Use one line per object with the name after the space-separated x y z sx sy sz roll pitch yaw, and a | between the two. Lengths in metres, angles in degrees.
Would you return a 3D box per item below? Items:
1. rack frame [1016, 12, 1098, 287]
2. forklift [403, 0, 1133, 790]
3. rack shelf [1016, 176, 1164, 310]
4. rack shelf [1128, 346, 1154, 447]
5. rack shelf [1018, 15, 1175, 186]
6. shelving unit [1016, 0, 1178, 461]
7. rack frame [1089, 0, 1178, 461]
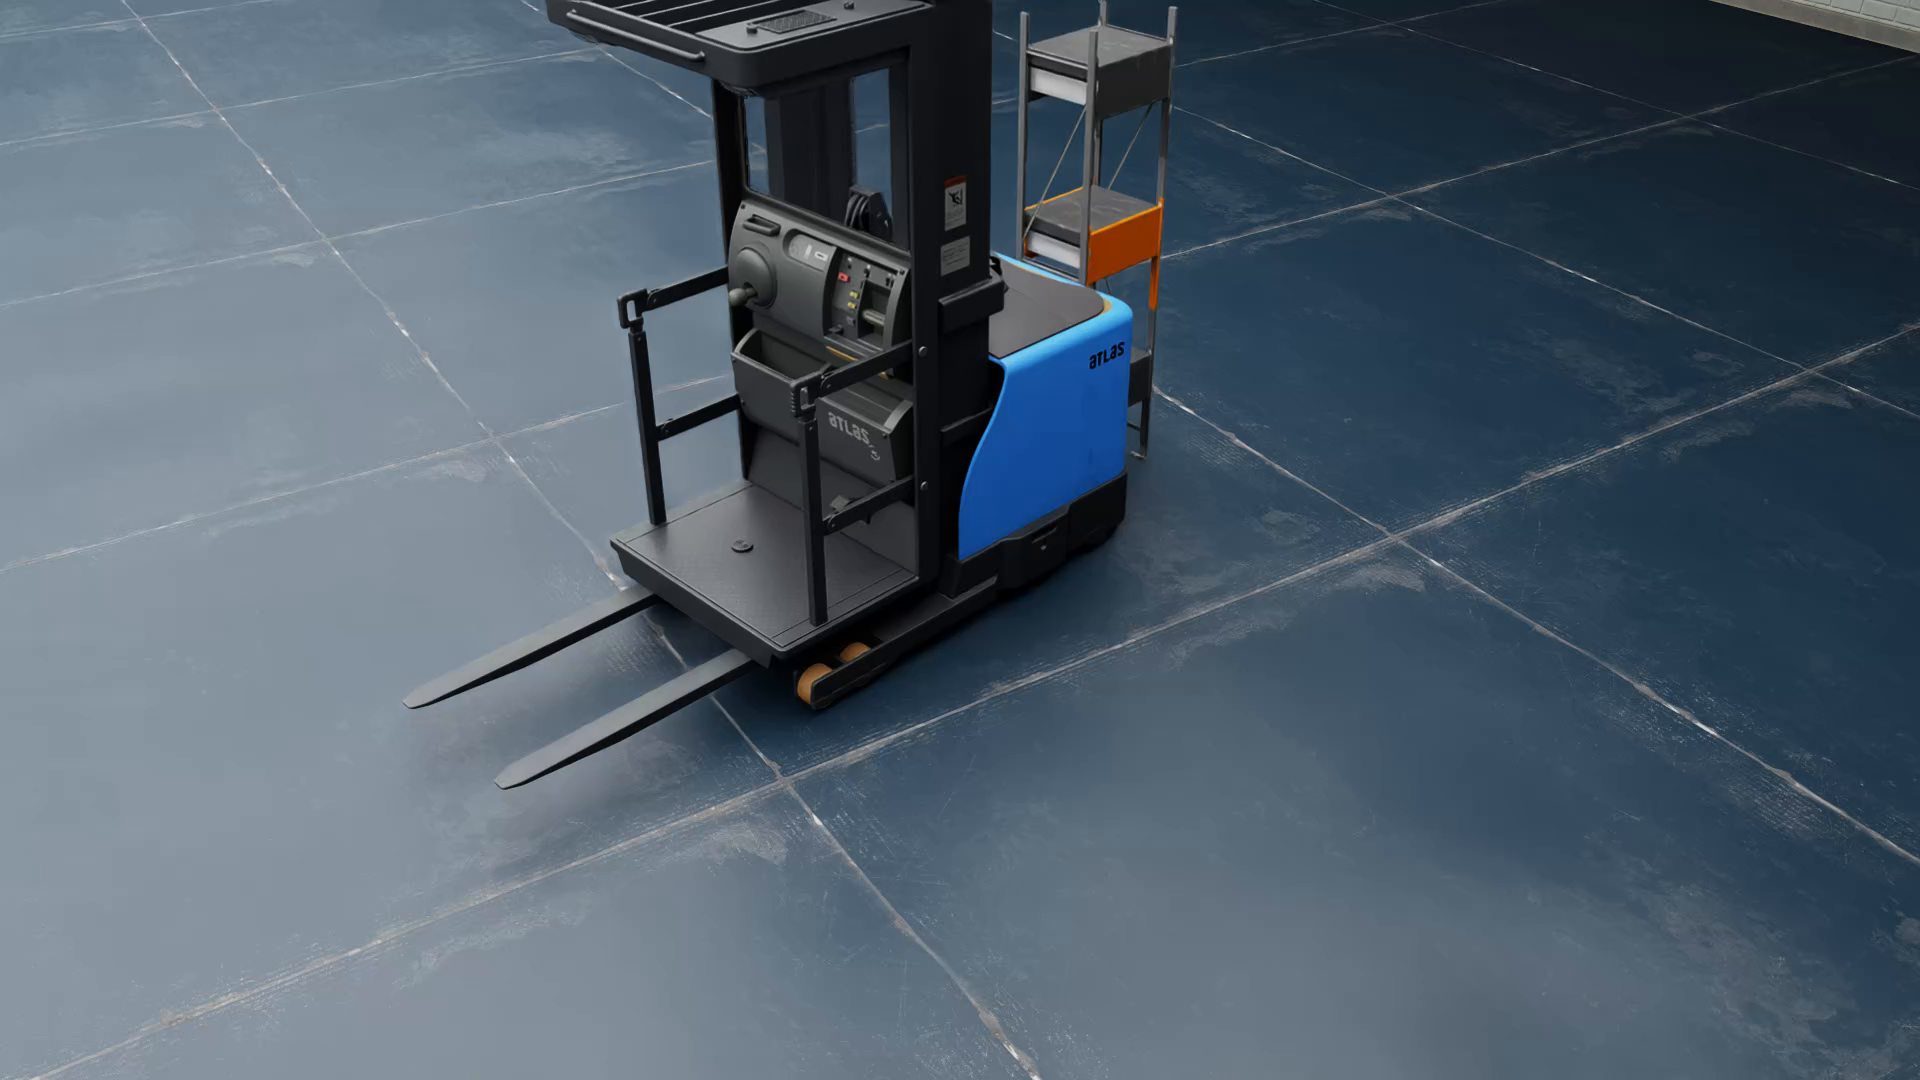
0.390 -1.156 7.115 0.015 2.100 0.400 -28 42 -37 | rack frame
-0.678 -0.919 5.959 3.031 2.935 1.130 -28 42 -37 | forklift
0.563 -1.237 7.268 0.480 0.518 0.431 -28 42 -37 | rack shelf
0.563 -0.645 7.641 0.480 0.518 0.431 -28 42 -37 | rack shelf
0.563 -1.829 6.894 0.480 0.518 0.431 -28 42 -37 | rack shelf
0.563 -1.248 7.261 0.503 2.100 0.431 -28 42 -37 | shelving unit
0.736 -1.340 7.406 0.015 2.100 0.400 -28 42 -37 | rack frame
